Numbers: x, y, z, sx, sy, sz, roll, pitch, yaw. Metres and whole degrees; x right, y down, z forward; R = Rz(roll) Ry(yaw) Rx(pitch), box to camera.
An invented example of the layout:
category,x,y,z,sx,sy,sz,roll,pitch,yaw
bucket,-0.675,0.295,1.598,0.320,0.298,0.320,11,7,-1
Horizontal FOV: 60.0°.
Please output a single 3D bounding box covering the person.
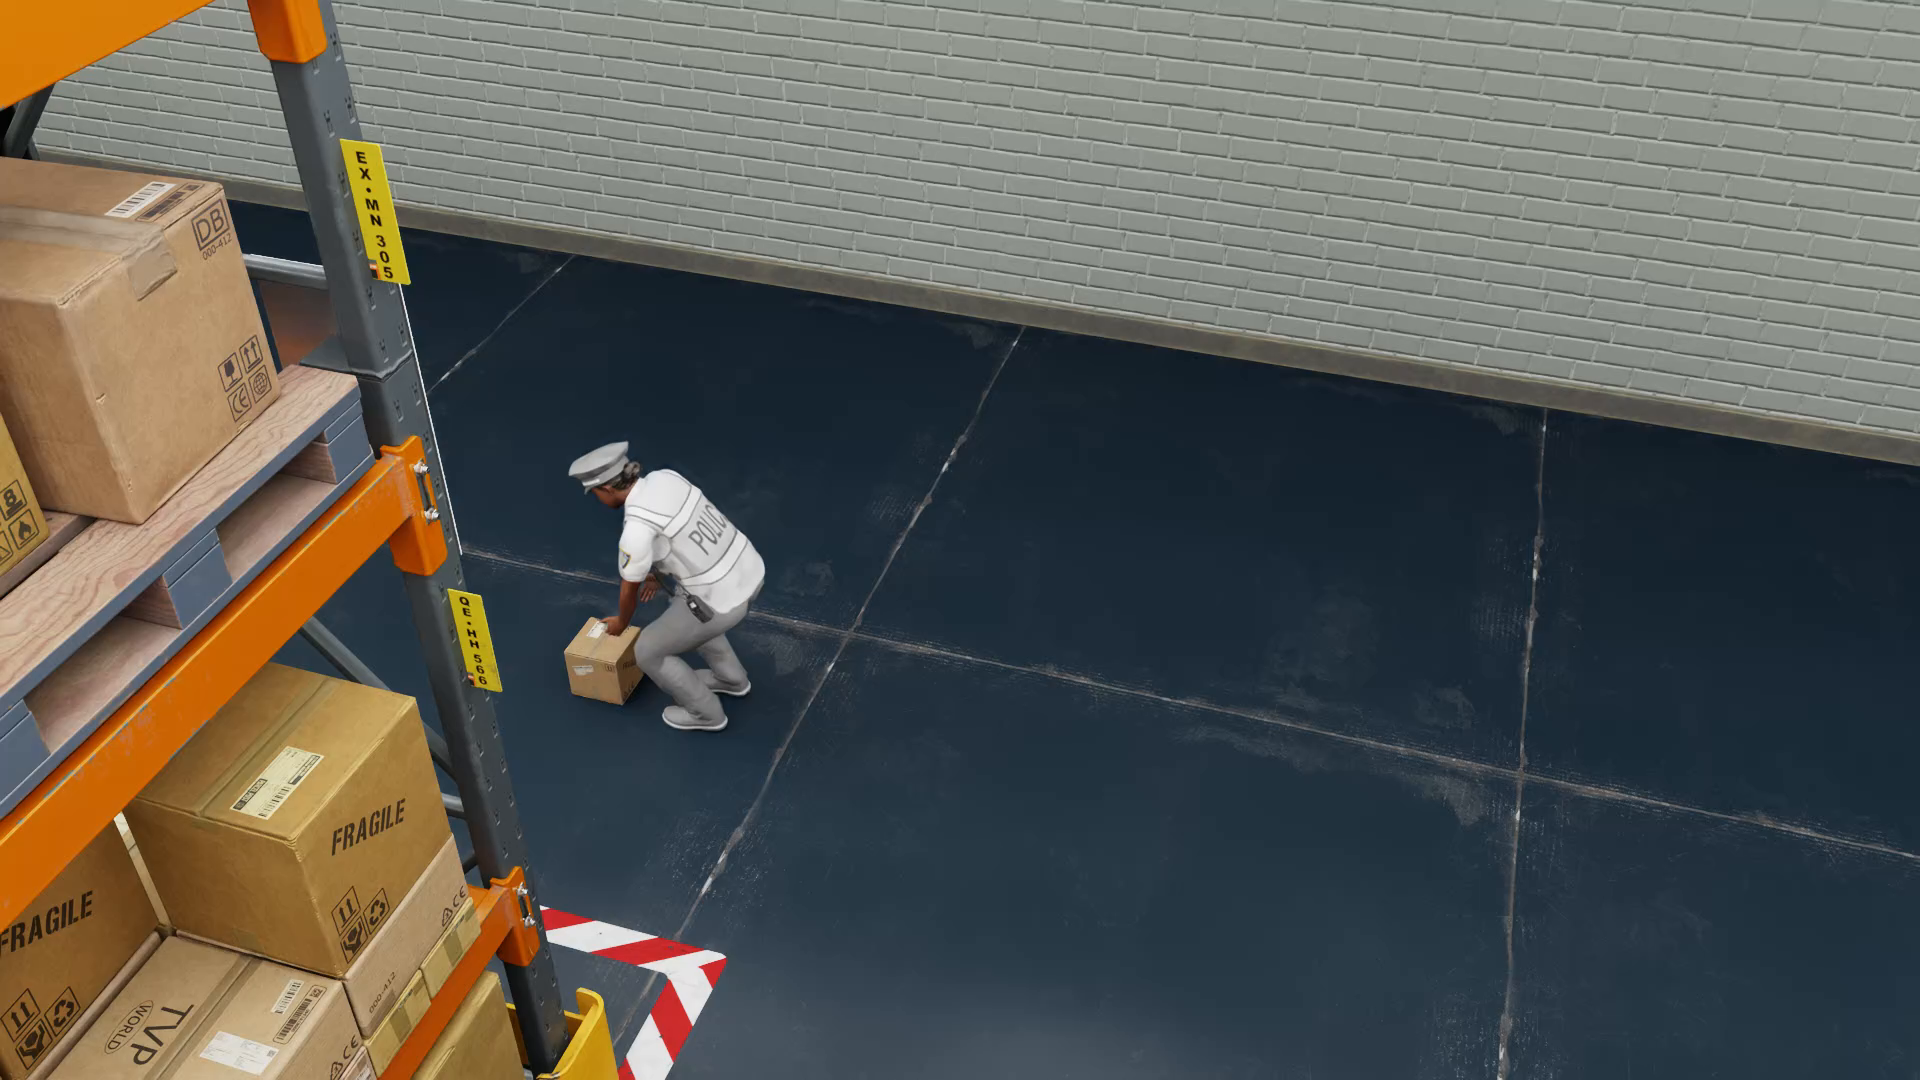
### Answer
category,x,y,z,sx,sy,sz,roll,pitch,yaw
person,-1.189,0.206,6.900,0.741,1.331,0.496,11,39,14
